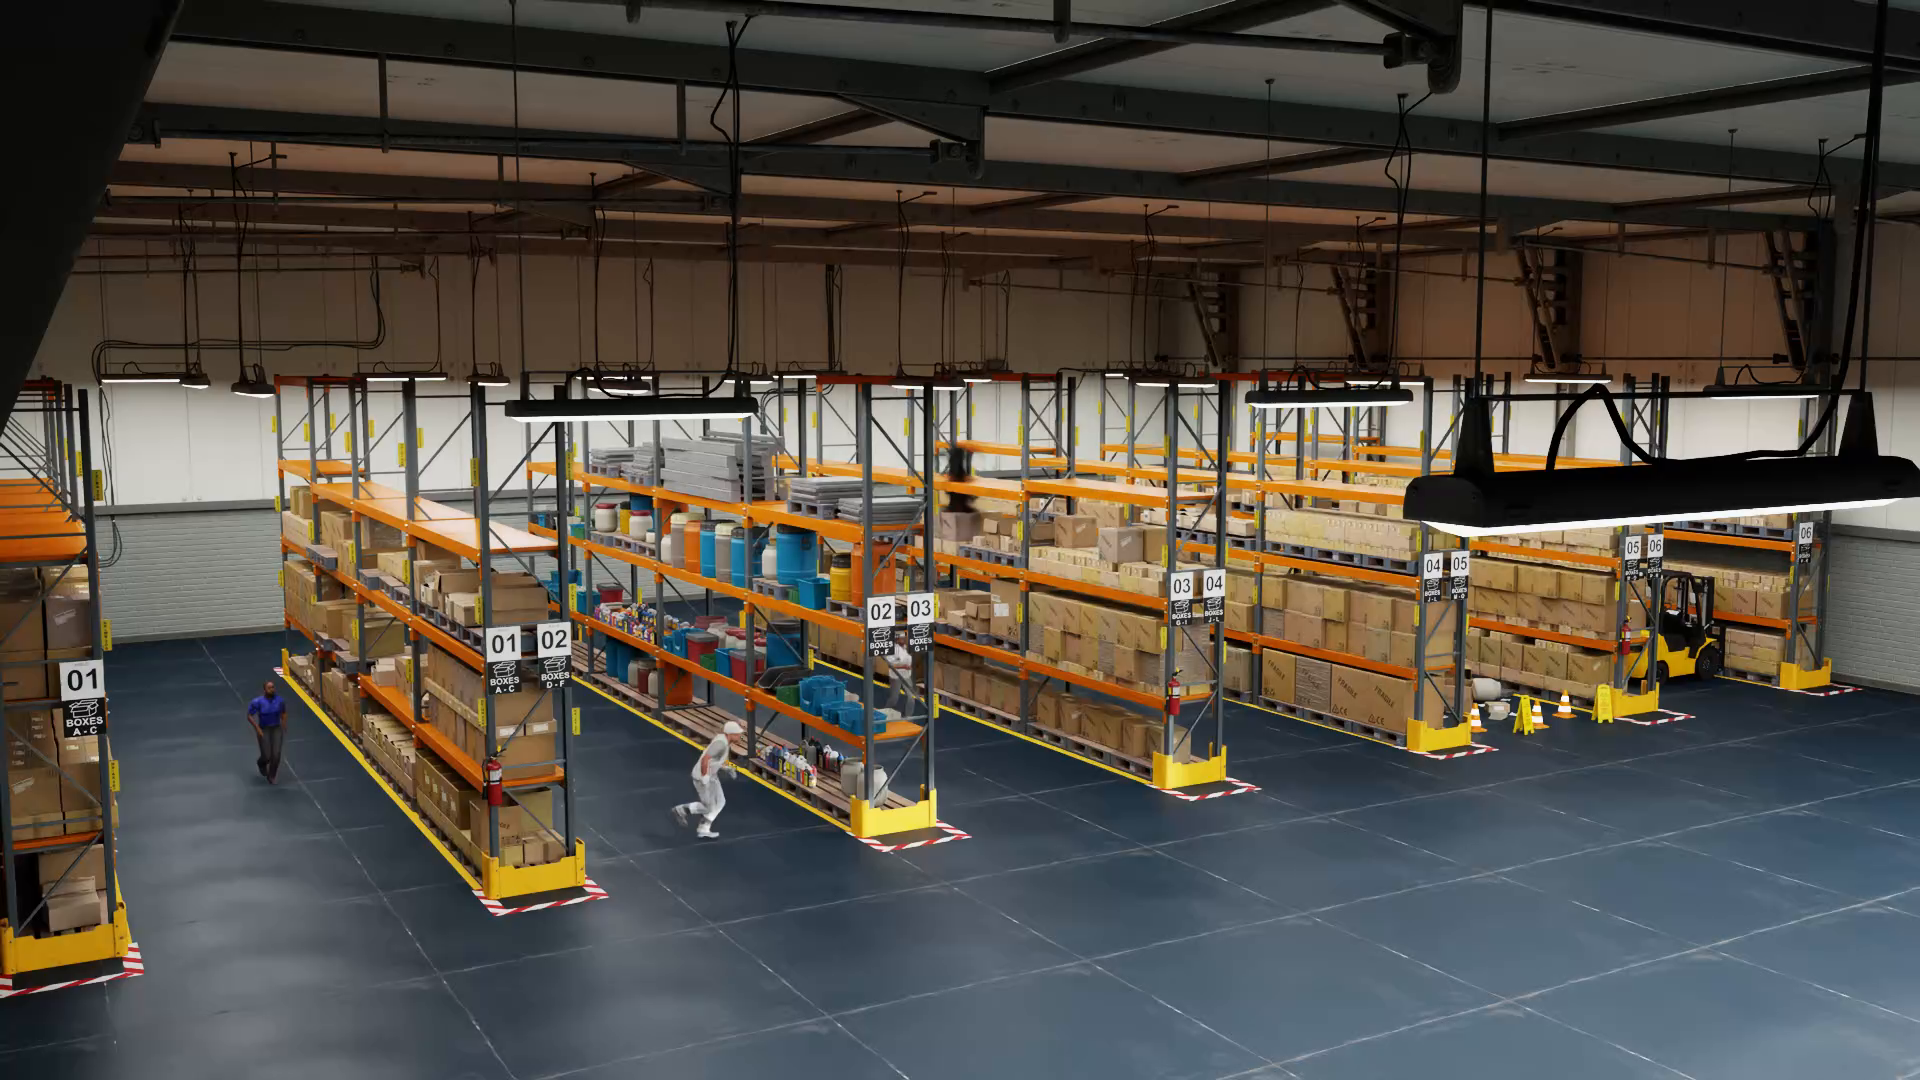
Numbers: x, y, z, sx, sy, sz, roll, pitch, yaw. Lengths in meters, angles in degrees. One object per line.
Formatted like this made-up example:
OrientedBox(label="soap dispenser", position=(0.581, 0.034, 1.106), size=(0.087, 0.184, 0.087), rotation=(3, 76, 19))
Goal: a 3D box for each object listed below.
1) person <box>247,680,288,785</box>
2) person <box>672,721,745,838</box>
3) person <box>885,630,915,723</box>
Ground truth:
OrientedBox(label="person", position=(-10.301, 2.847, 24.758), size=(0.572, 1.580, 0.598), rotation=(-5, 8, -38))
OrientedBox(label="person", position=(-3.326, 3.163, 21.919), size=(0.996, 1.577, 0.675), rotation=(1, 6, 7))
OrientedBox(label="person", position=(-1.044, 2.386, 28.405), size=(0.560, 1.751, 0.785), rotation=(-5, 8, -38))
